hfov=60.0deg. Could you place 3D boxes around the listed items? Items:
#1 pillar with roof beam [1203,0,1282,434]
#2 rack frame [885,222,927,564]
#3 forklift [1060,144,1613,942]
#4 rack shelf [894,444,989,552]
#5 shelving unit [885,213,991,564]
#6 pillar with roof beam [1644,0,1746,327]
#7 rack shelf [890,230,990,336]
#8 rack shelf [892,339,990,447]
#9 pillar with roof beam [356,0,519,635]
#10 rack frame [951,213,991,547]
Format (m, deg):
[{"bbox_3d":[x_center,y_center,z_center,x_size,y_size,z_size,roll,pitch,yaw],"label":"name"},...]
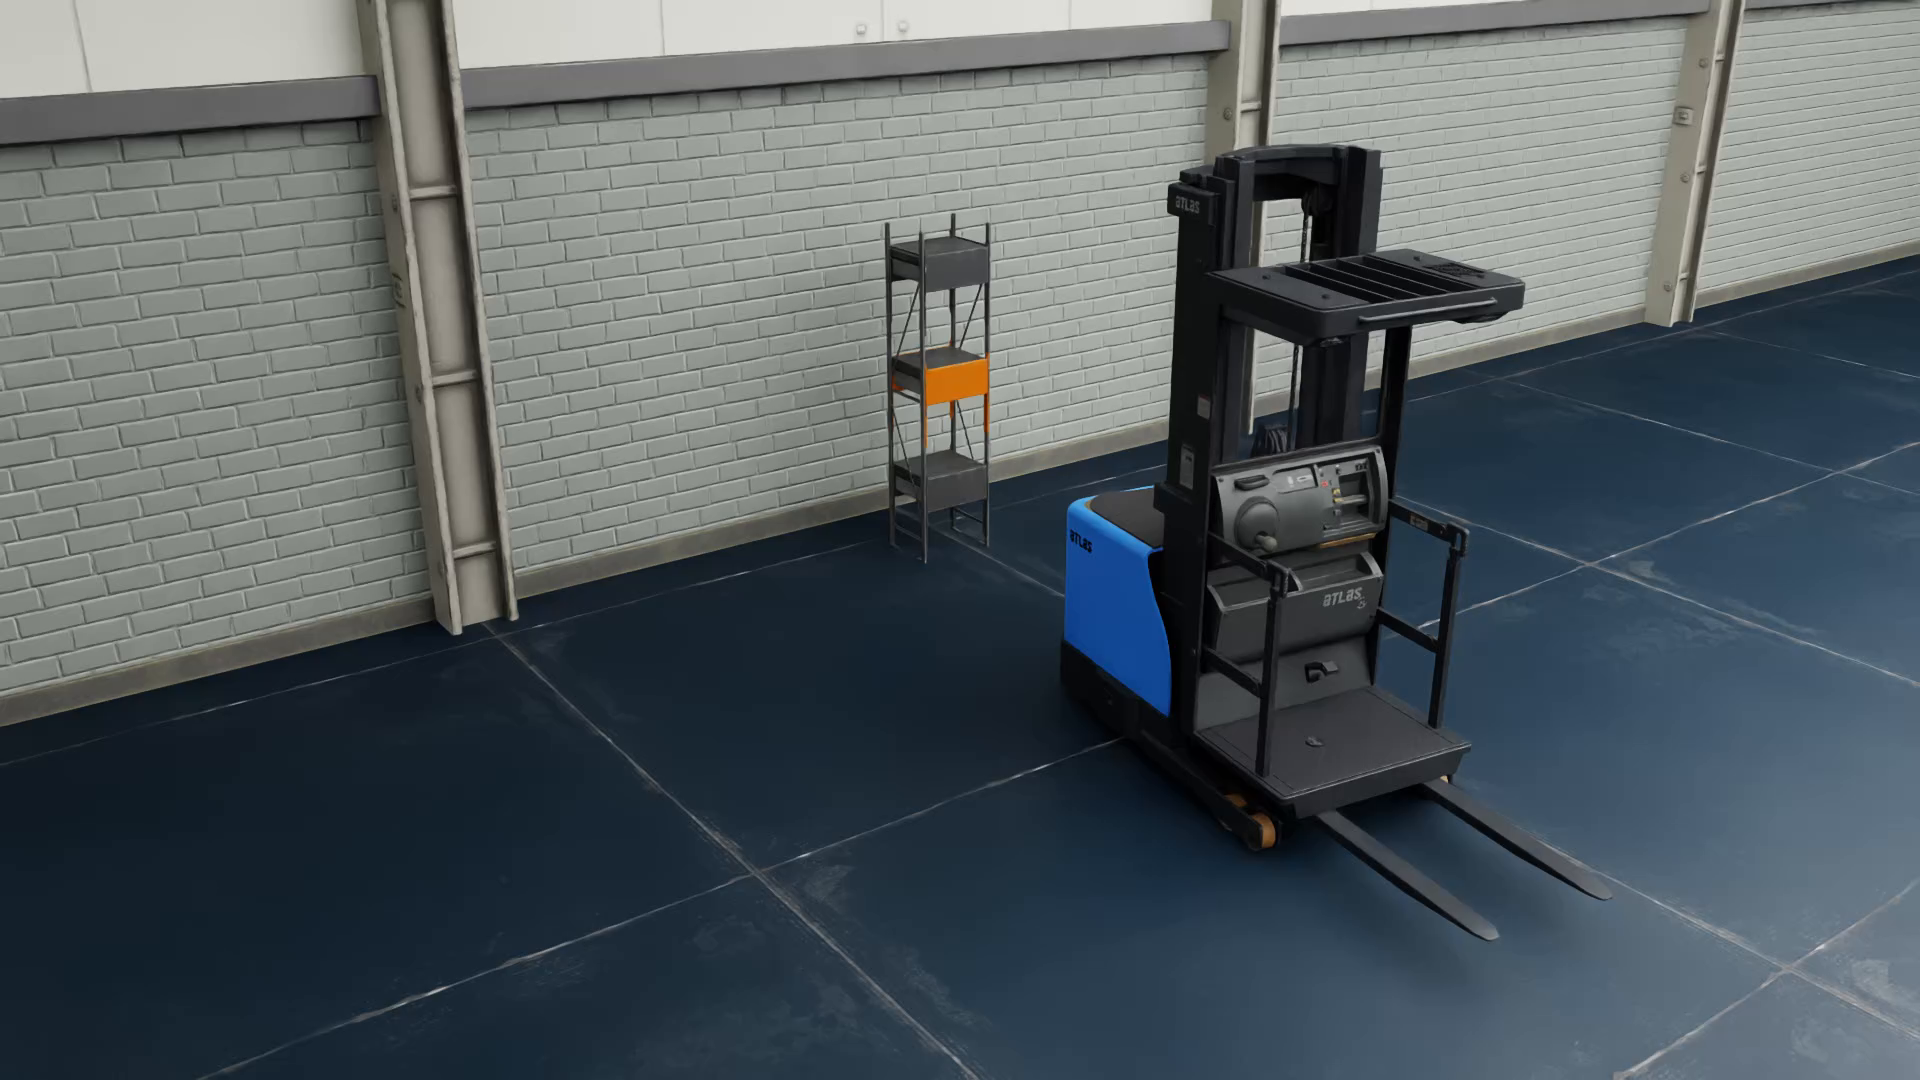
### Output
[{"bbox_3d":[4.552,-3.725,8.090,0.400,9.000,9.100,-15,26,-33],"label":"pillar with roof beam"},{"bbox_3d":[-0.332,-0.887,10.285,0.015,2.100,0.400,-15,26,-33],"label":"rack frame"},{"bbox_3d":[1.650,-0.163,7.350,1.130,2.935,3.031,-11,24,-25],"label":"forklift"},{"bbox_3d":[-0.134,-0.277,10.682,0.480,0.518,0.431,-15,26,-33],"label":"rack shelf"},{"bbox_3d":[-0.134,-0.939,10.417,0.503,2.100,0.431,-15,26,-33],"label":"shelving unit"},{"bbox_3d":[9.423,-5.024,11.345,0.400,9.000,9.100,-15,26,-33],"label":"pillar with roof beam"},{"bbox_3d":[-0.134,-1.577,10.163,0.480,0.518,0.431,-15,26,-33],"label":"rack shelf"},{"bbox_3d":[-0.134,-0.927,10.422,0.480,0.518,0.431,-15,26,-33],"label":"rack shelf"},{"bbox_3d":[-0.318,-2.426,4.835,0.400,9.000,9.100,-15,26,-33],"label":"pillar with roof beam"},{"bbox_3d":[0.064,-0.992,10.550,0.015,2.100,0.400,-15,26,-33],"label":"rack frame"}]
